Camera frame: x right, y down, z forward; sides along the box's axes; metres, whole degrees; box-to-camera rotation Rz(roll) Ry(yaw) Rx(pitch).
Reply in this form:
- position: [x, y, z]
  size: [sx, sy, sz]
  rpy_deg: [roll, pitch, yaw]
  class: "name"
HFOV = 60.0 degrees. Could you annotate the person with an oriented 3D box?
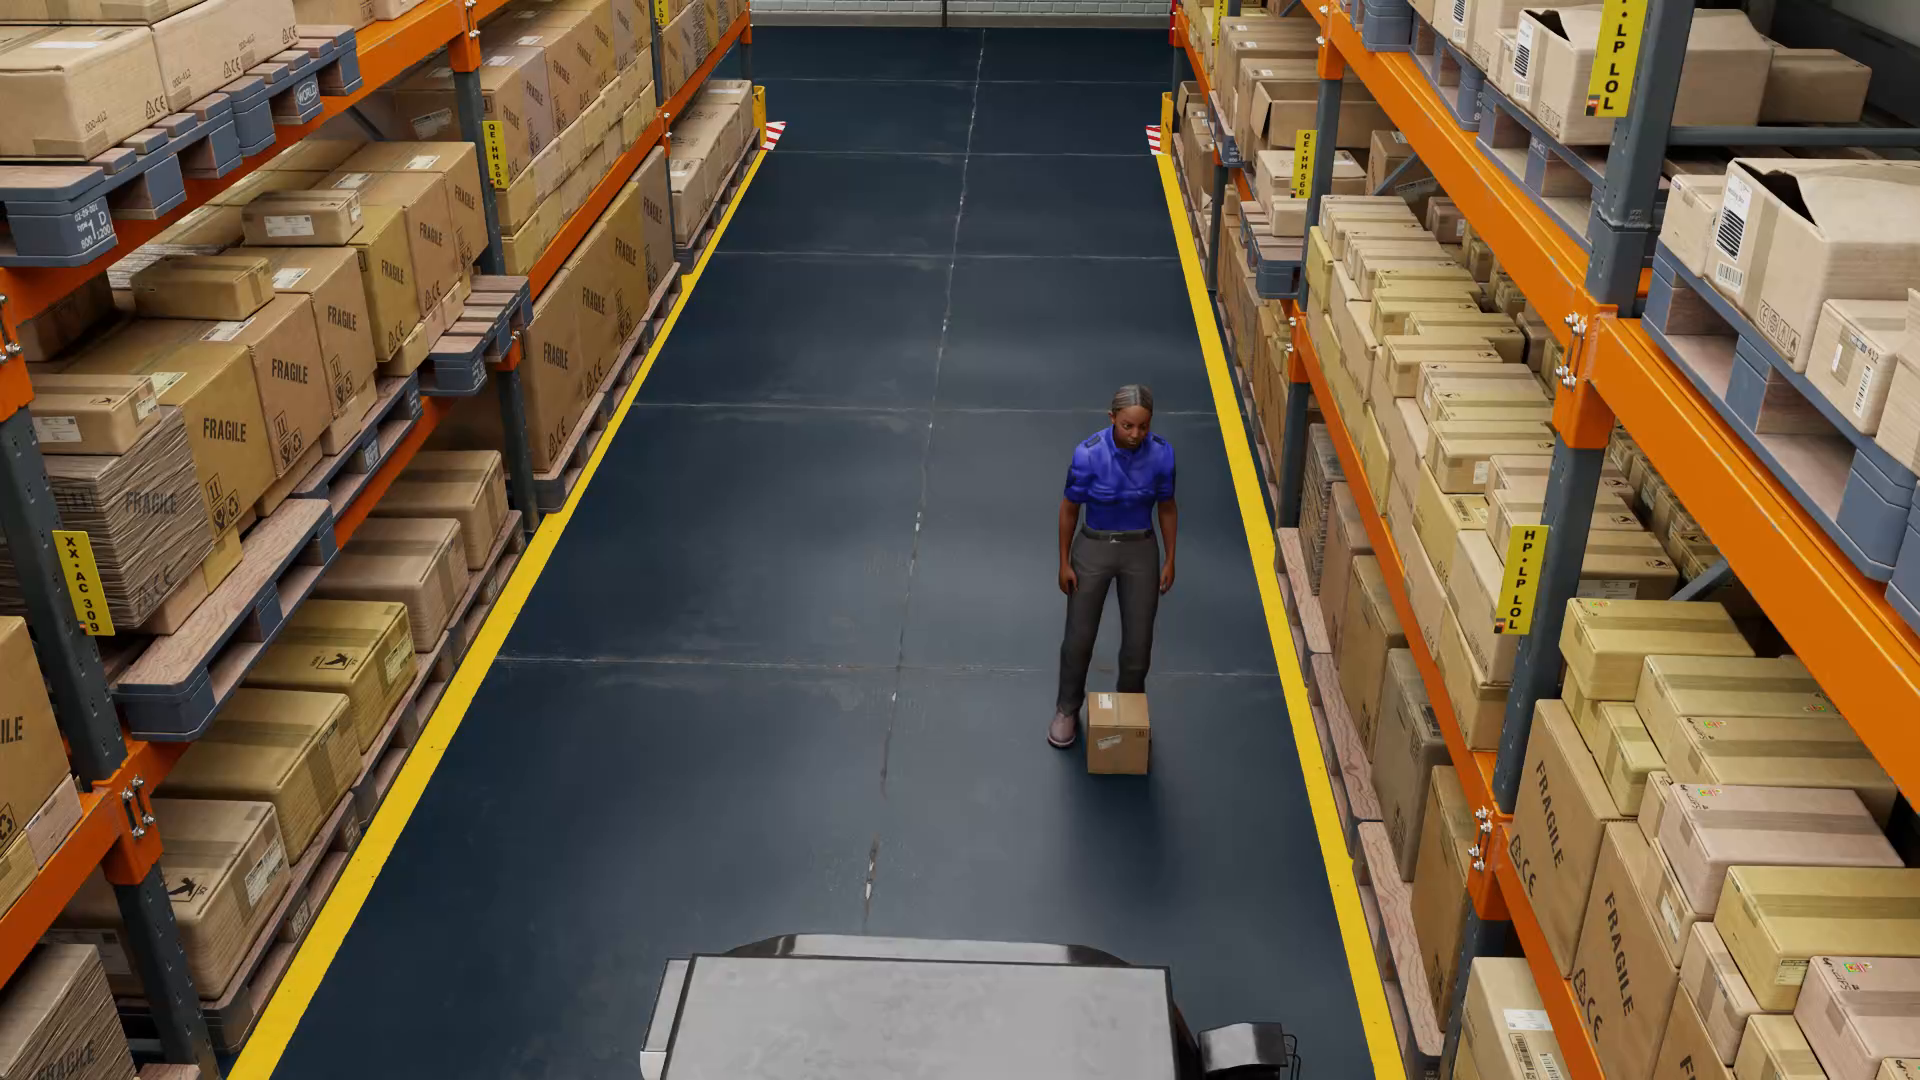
- position: [0.635, 0.096, 6.948]
  size: [0.512, 1.654, 0.351]
  rpy_deg: [0, 28, 0]
  class: "person"
